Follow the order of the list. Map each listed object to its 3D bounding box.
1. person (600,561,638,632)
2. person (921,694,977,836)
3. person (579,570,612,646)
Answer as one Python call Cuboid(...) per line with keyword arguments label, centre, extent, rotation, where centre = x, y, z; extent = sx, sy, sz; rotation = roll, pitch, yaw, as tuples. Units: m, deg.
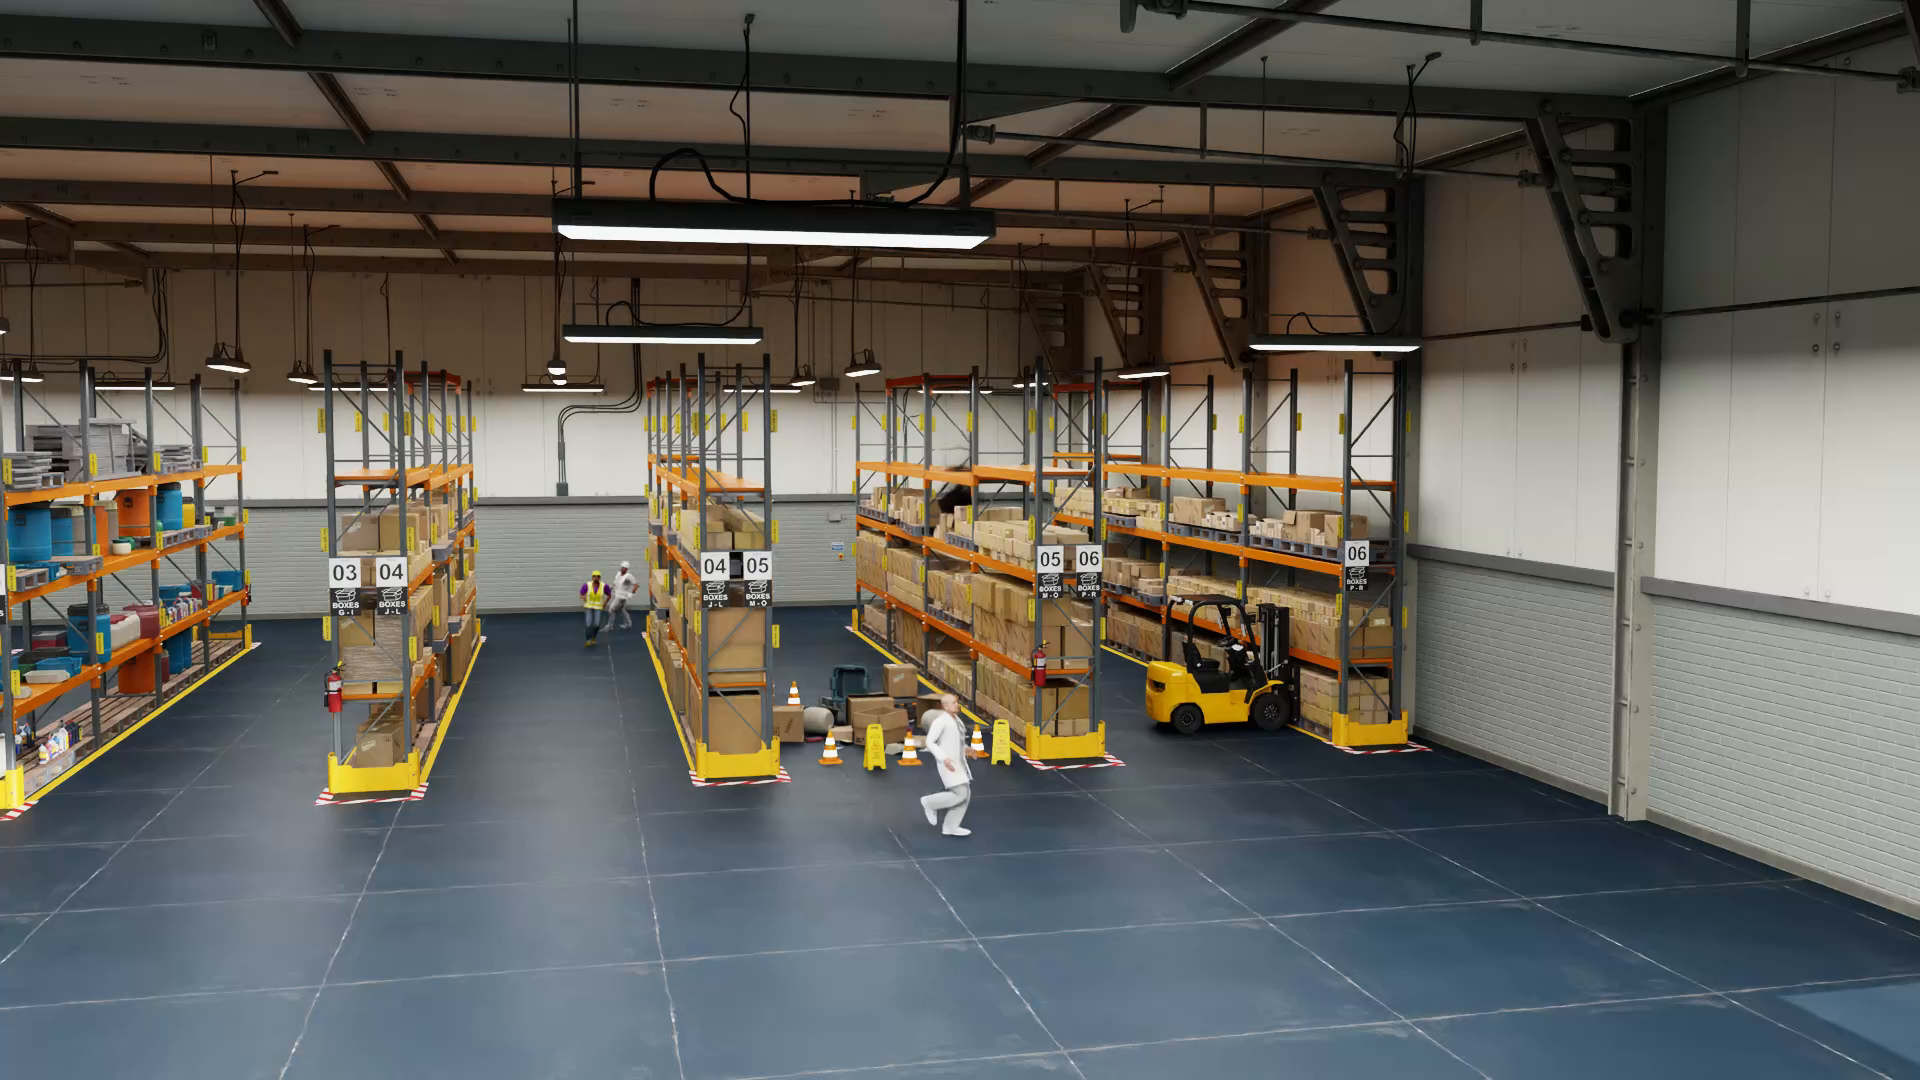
Cuboid(label="person", centre=(-8.247, 1.369, 40.125), extent=(0.881, 1.716, 0.816), rotation=(-1, 4, -18))
Cuboid(label="person", centre=(-0.131, 2.734, 20.245), extent=(0.640, 1.731, 0.708), rotation=(2, 4, 26))
Cuboid(label="person", centre=(-8.191, 1.543, 37.328), extent=(0.709, 1.713, 0.605), rotation=(-1, 4, -9))
